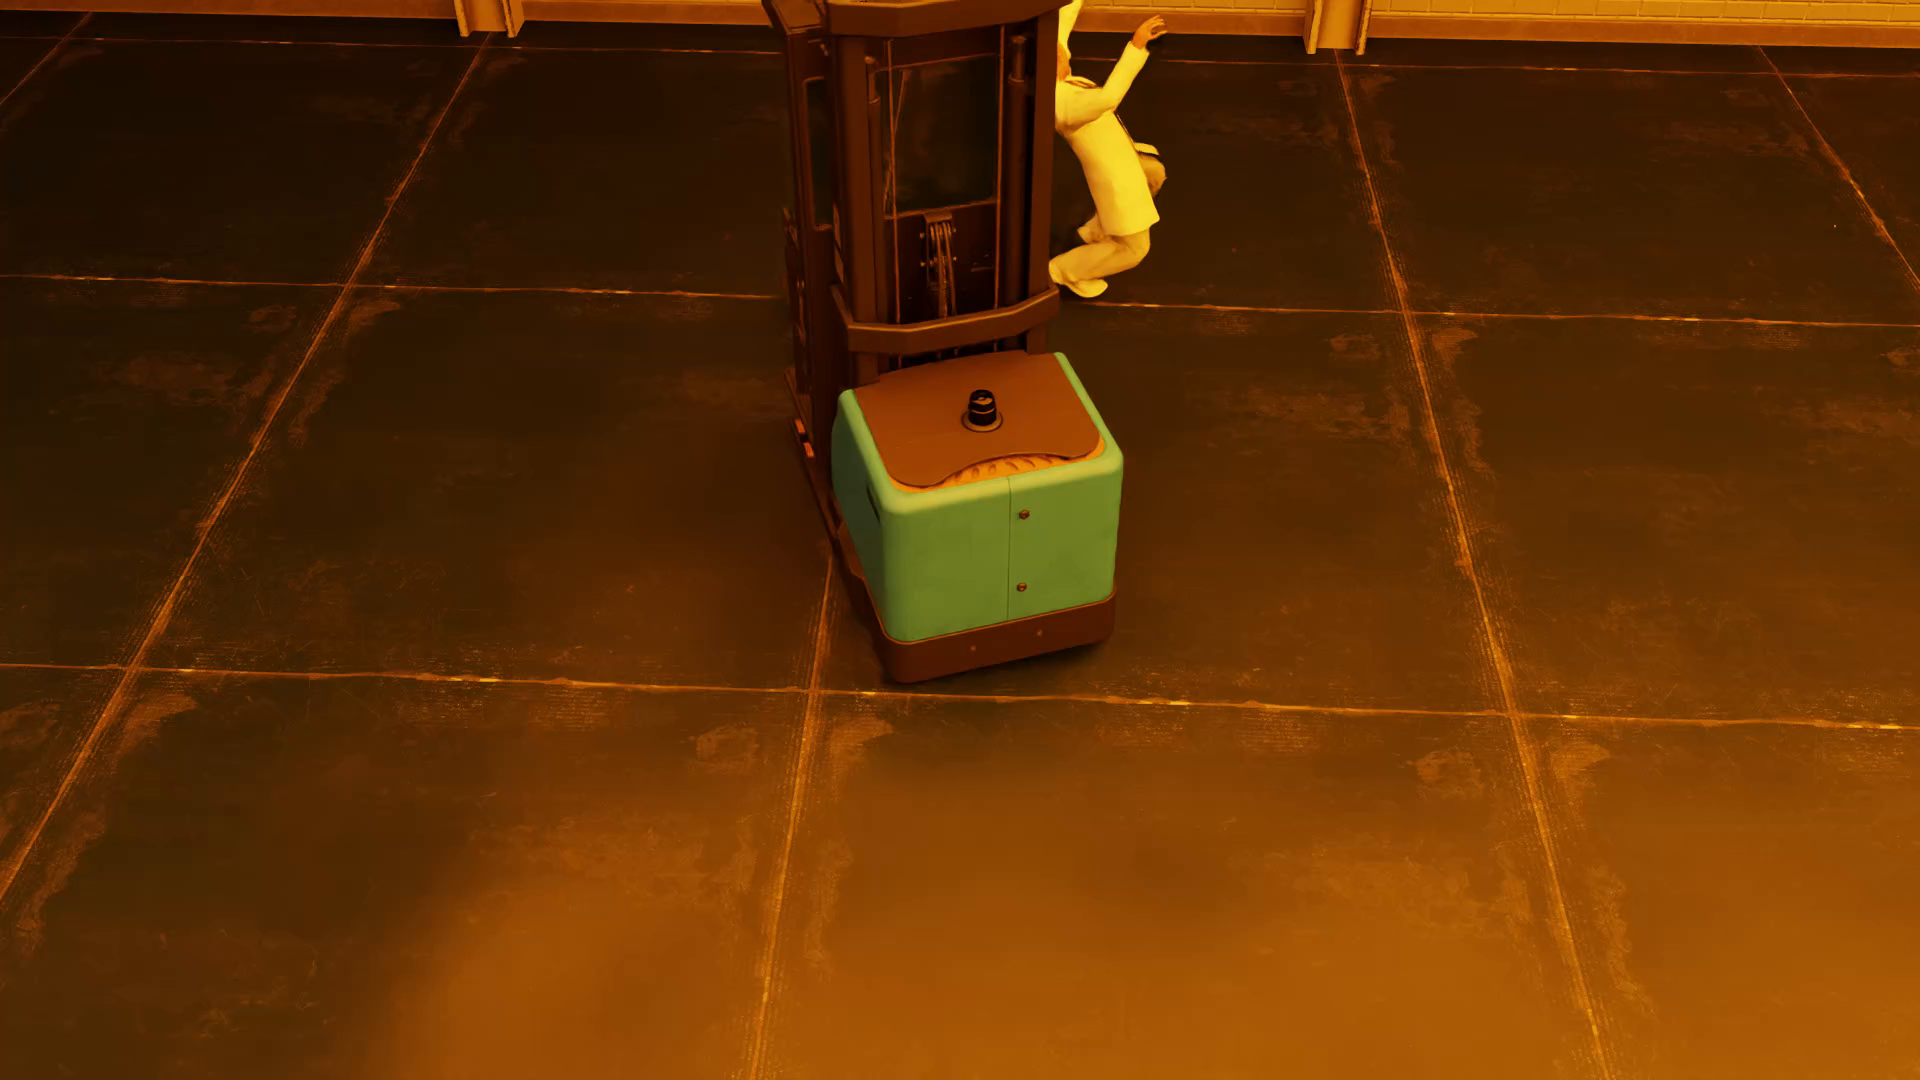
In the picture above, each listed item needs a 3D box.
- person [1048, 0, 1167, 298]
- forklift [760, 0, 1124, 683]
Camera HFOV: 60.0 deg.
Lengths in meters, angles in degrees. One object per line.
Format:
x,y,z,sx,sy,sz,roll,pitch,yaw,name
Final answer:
0.748,-2.165,8.959,0.804,1.731,1.087,0,42,0,person
-0.231,-1.478,7.361,1.130,2.935,3.031,-11,44,-12,forklift
